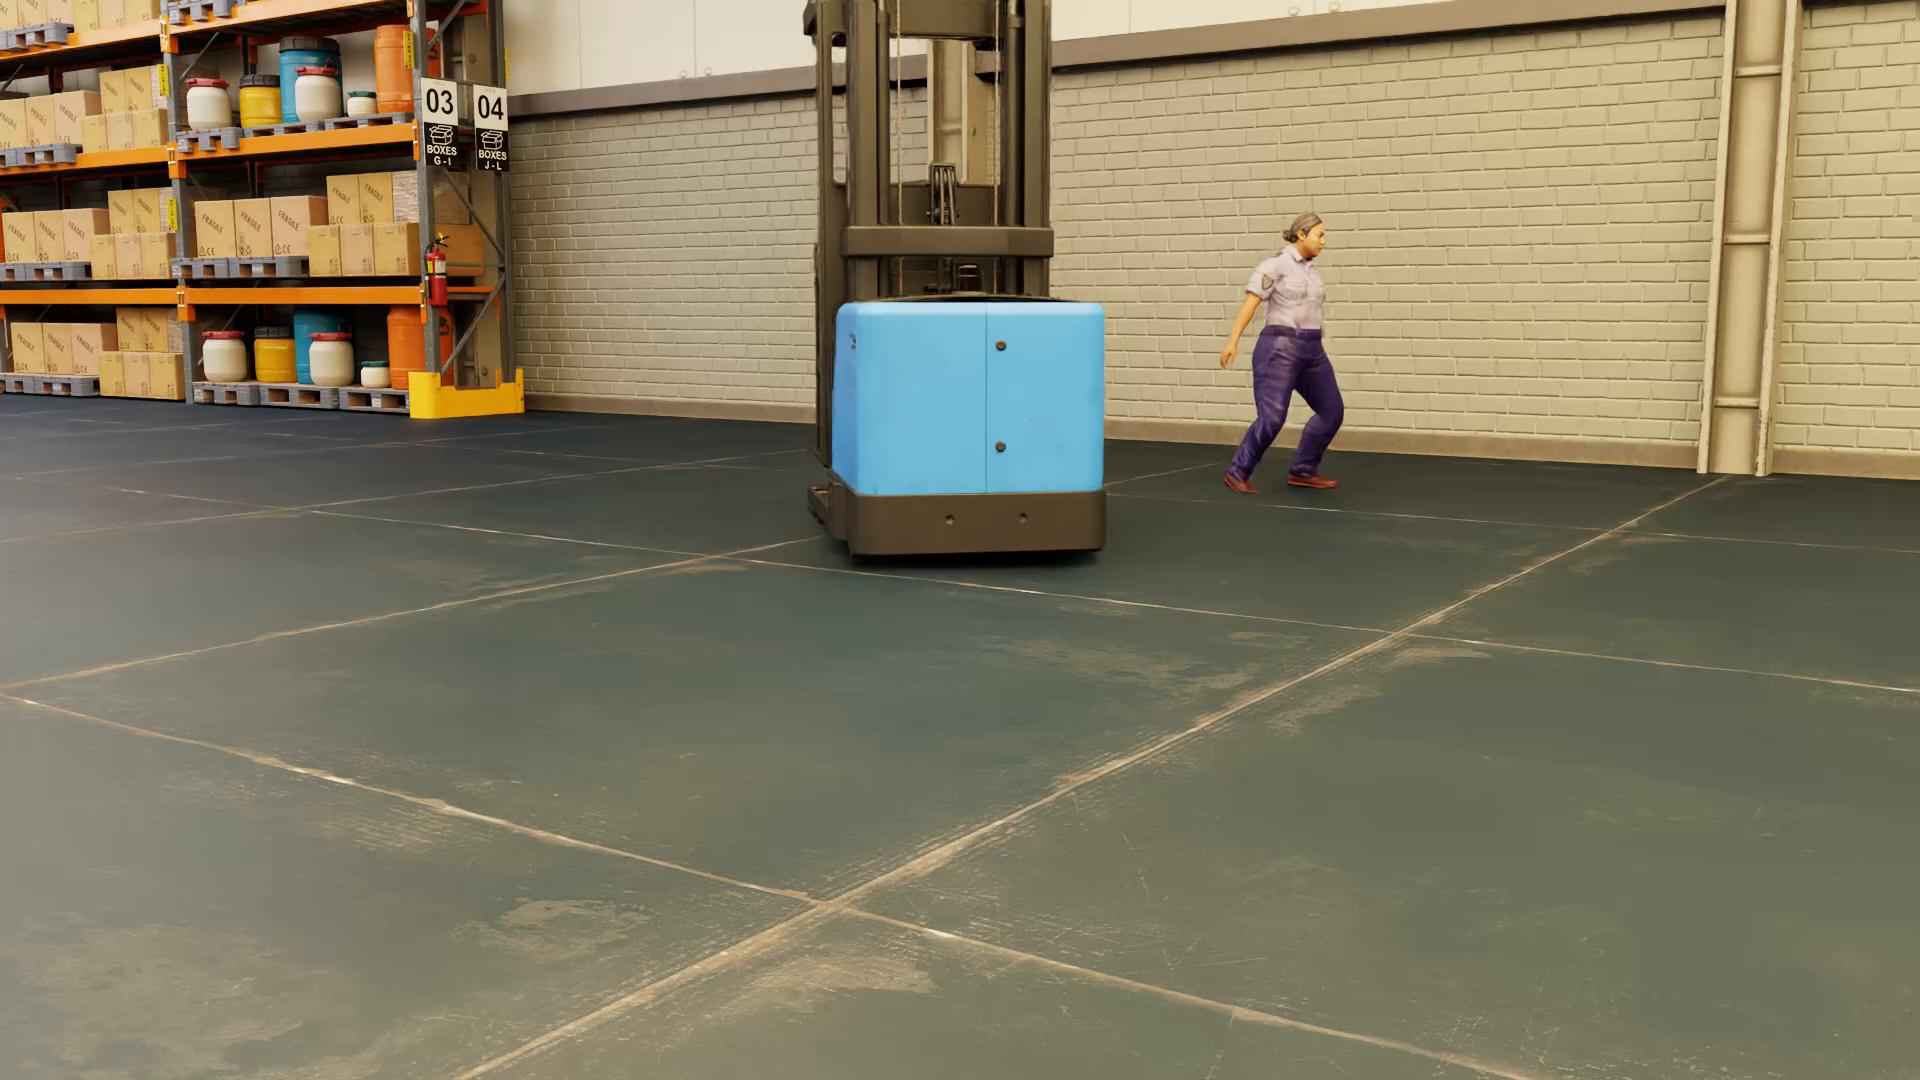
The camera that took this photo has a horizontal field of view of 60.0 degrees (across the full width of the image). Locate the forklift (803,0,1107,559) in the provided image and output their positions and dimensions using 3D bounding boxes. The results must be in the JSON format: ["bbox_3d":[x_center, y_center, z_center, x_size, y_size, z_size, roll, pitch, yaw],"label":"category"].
[{"bbox_3d":[-0.165,-1.540,8.022,1.130,2.935,3.031,-1,8,-10],"label":"forklift"}]

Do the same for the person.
[{"bbox_3d":[1.827,-1.047,9.533,0.823,1.624,0.484,-6,10,-35],"label":"person"}]
